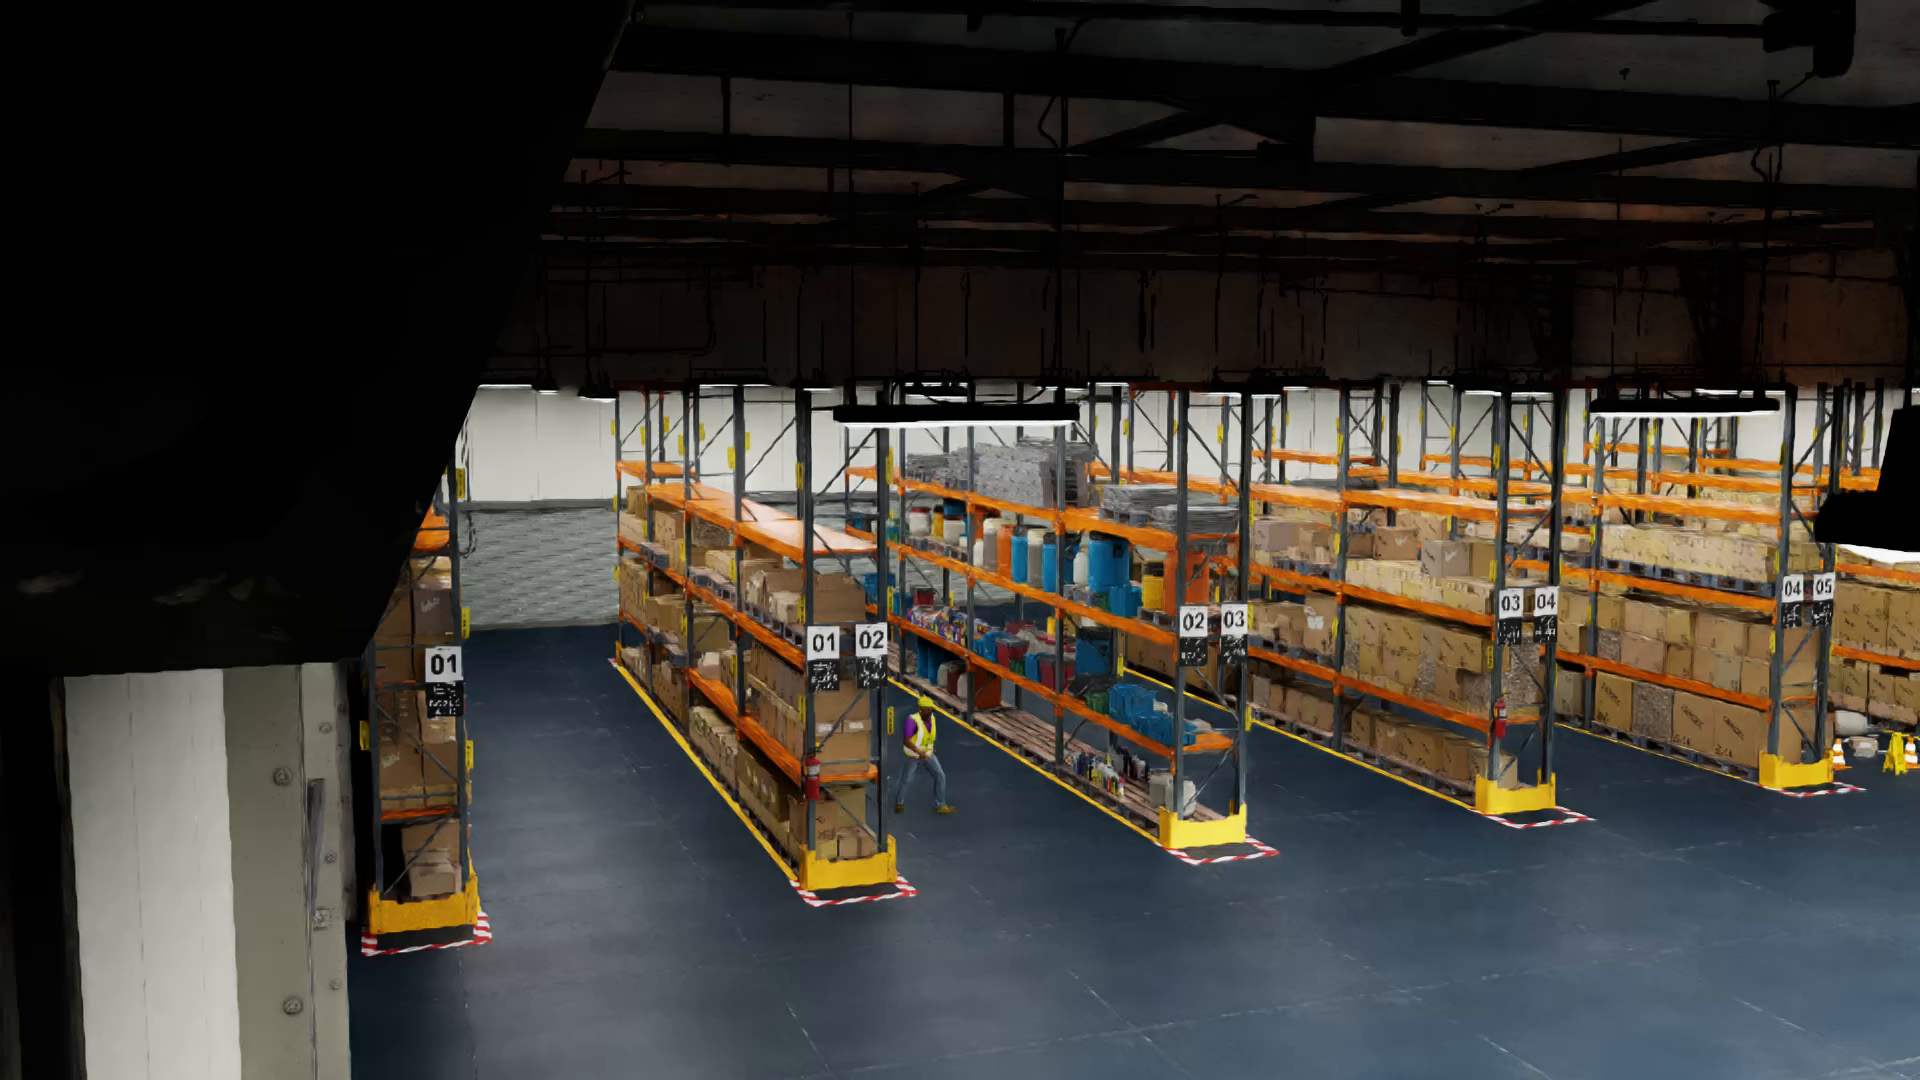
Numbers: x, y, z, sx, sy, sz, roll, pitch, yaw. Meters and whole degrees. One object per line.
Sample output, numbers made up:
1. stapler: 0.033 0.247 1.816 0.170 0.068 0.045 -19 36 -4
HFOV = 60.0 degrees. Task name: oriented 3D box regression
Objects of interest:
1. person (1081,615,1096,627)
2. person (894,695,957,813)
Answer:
1. person: 2.566 1.859 33.776 0.610 1.776 0.656 0 6 -1
2. person: -0.558 3.004 23.398 0.711 1.695 0.815 -5 8 -38
